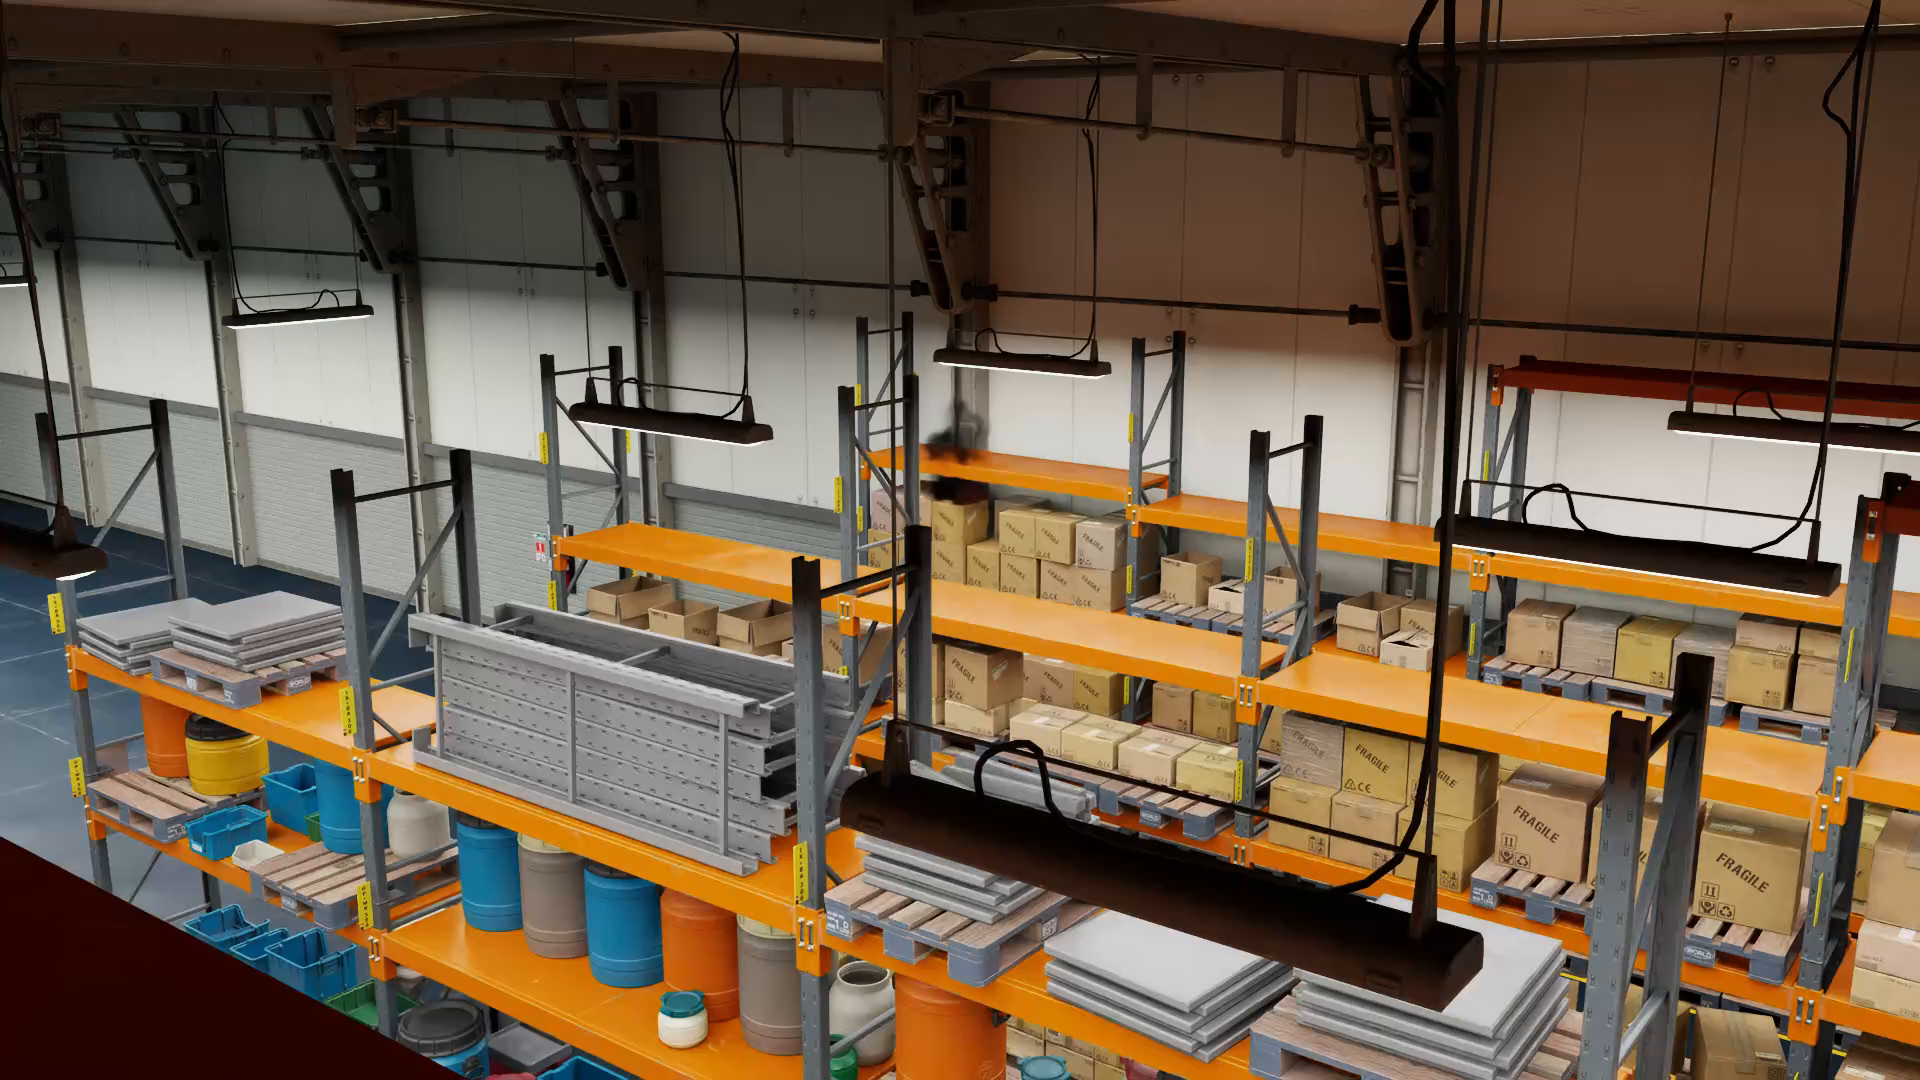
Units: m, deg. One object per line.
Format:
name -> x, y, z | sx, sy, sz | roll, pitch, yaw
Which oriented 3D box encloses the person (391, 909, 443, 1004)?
person -> -4.898, 3.831, 14.945 | 0.605, 1.718, 0.696 | 8, 15, 30
